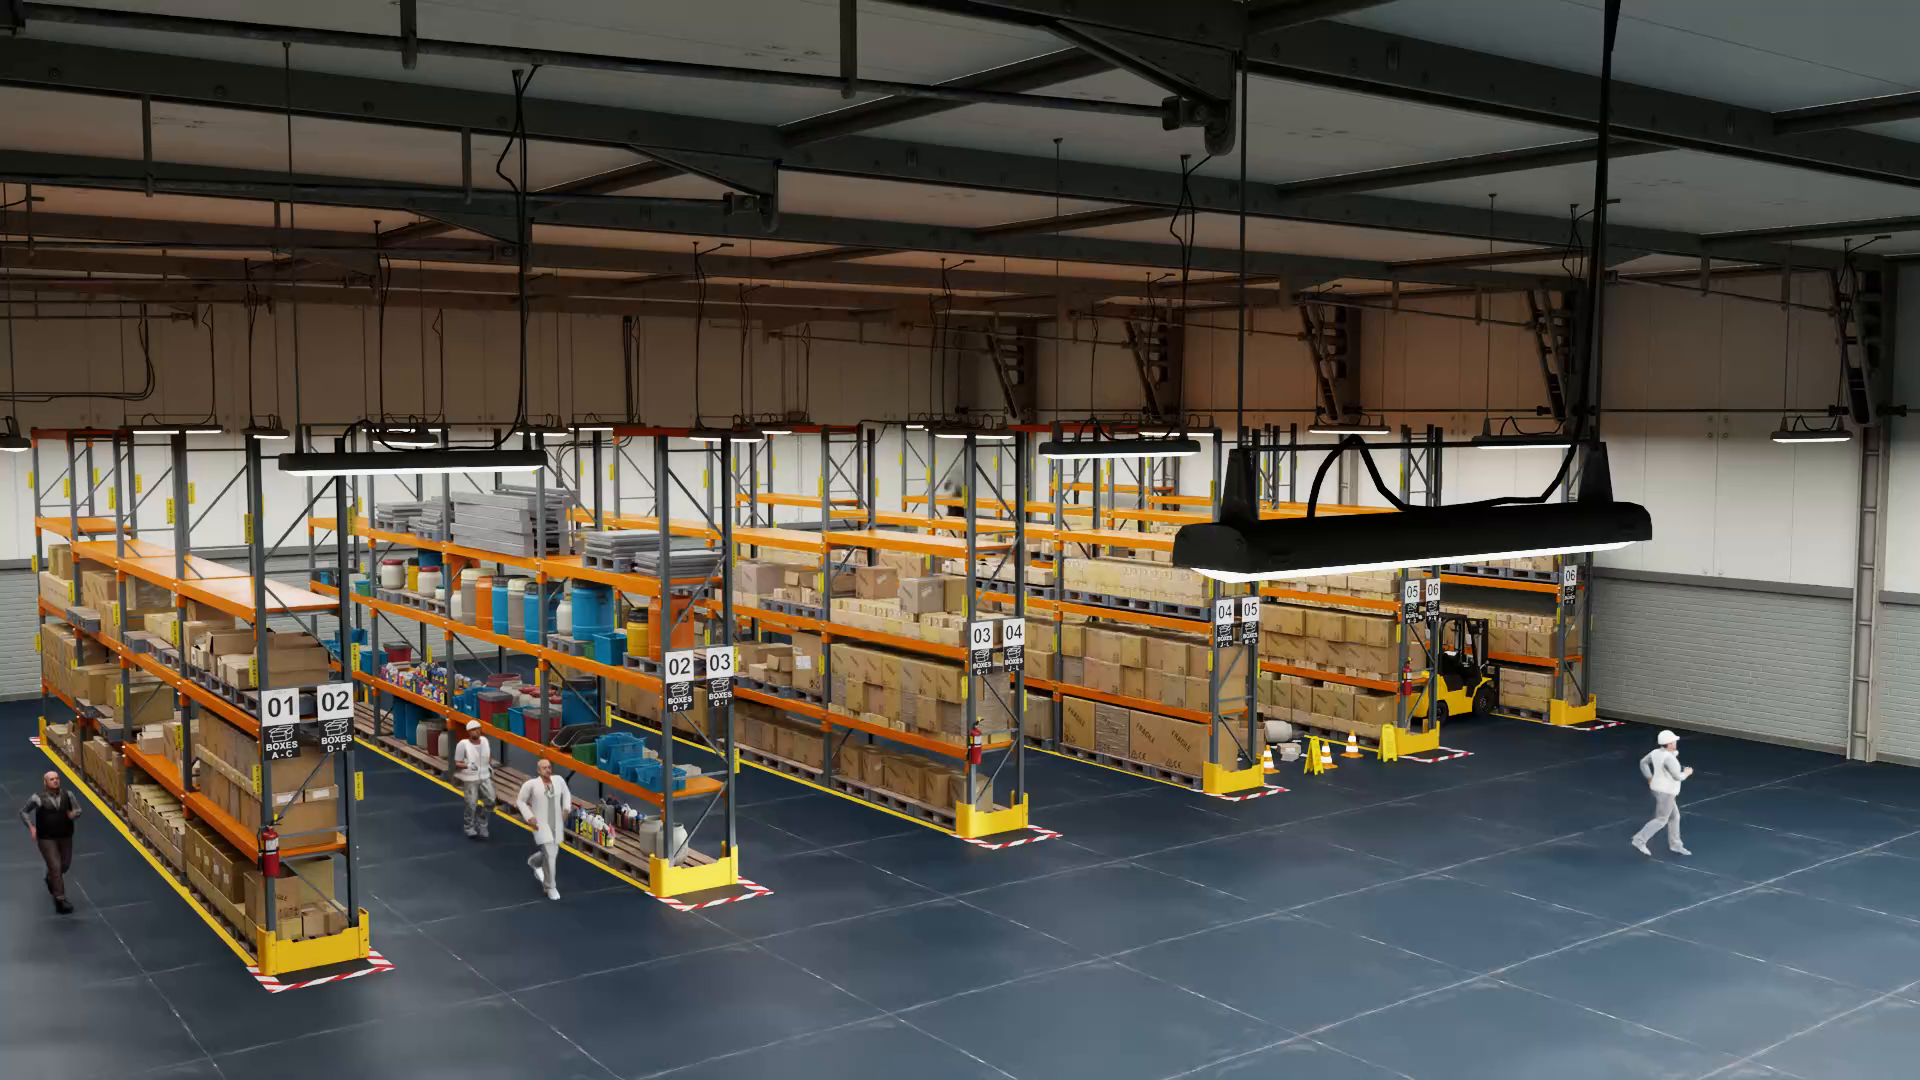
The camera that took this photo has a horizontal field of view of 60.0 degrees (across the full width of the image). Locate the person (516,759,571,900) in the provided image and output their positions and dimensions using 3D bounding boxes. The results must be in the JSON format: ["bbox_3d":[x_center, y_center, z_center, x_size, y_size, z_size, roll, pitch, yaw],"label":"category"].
[{"bbox_3d":[-5.446,3.766,21.793,0.733,1.766,0.853,-4,6,-40],"label":"person"}]

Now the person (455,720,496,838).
[{"bbox_3d":[-7.081,3.528,24.439,0.645,1.770,0.684,-4,6,-40],"label":"person"}]

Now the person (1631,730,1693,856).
[{"bbox_3d":[9.929,3.581,23.468,0.894,1.800,0.674,0,4,2],"label":"person"}]

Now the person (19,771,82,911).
[{"bbox_3d":[-11.513,3.790,21.155,0.944,1.700,0.659,4,6,39],"label":"person"}]
